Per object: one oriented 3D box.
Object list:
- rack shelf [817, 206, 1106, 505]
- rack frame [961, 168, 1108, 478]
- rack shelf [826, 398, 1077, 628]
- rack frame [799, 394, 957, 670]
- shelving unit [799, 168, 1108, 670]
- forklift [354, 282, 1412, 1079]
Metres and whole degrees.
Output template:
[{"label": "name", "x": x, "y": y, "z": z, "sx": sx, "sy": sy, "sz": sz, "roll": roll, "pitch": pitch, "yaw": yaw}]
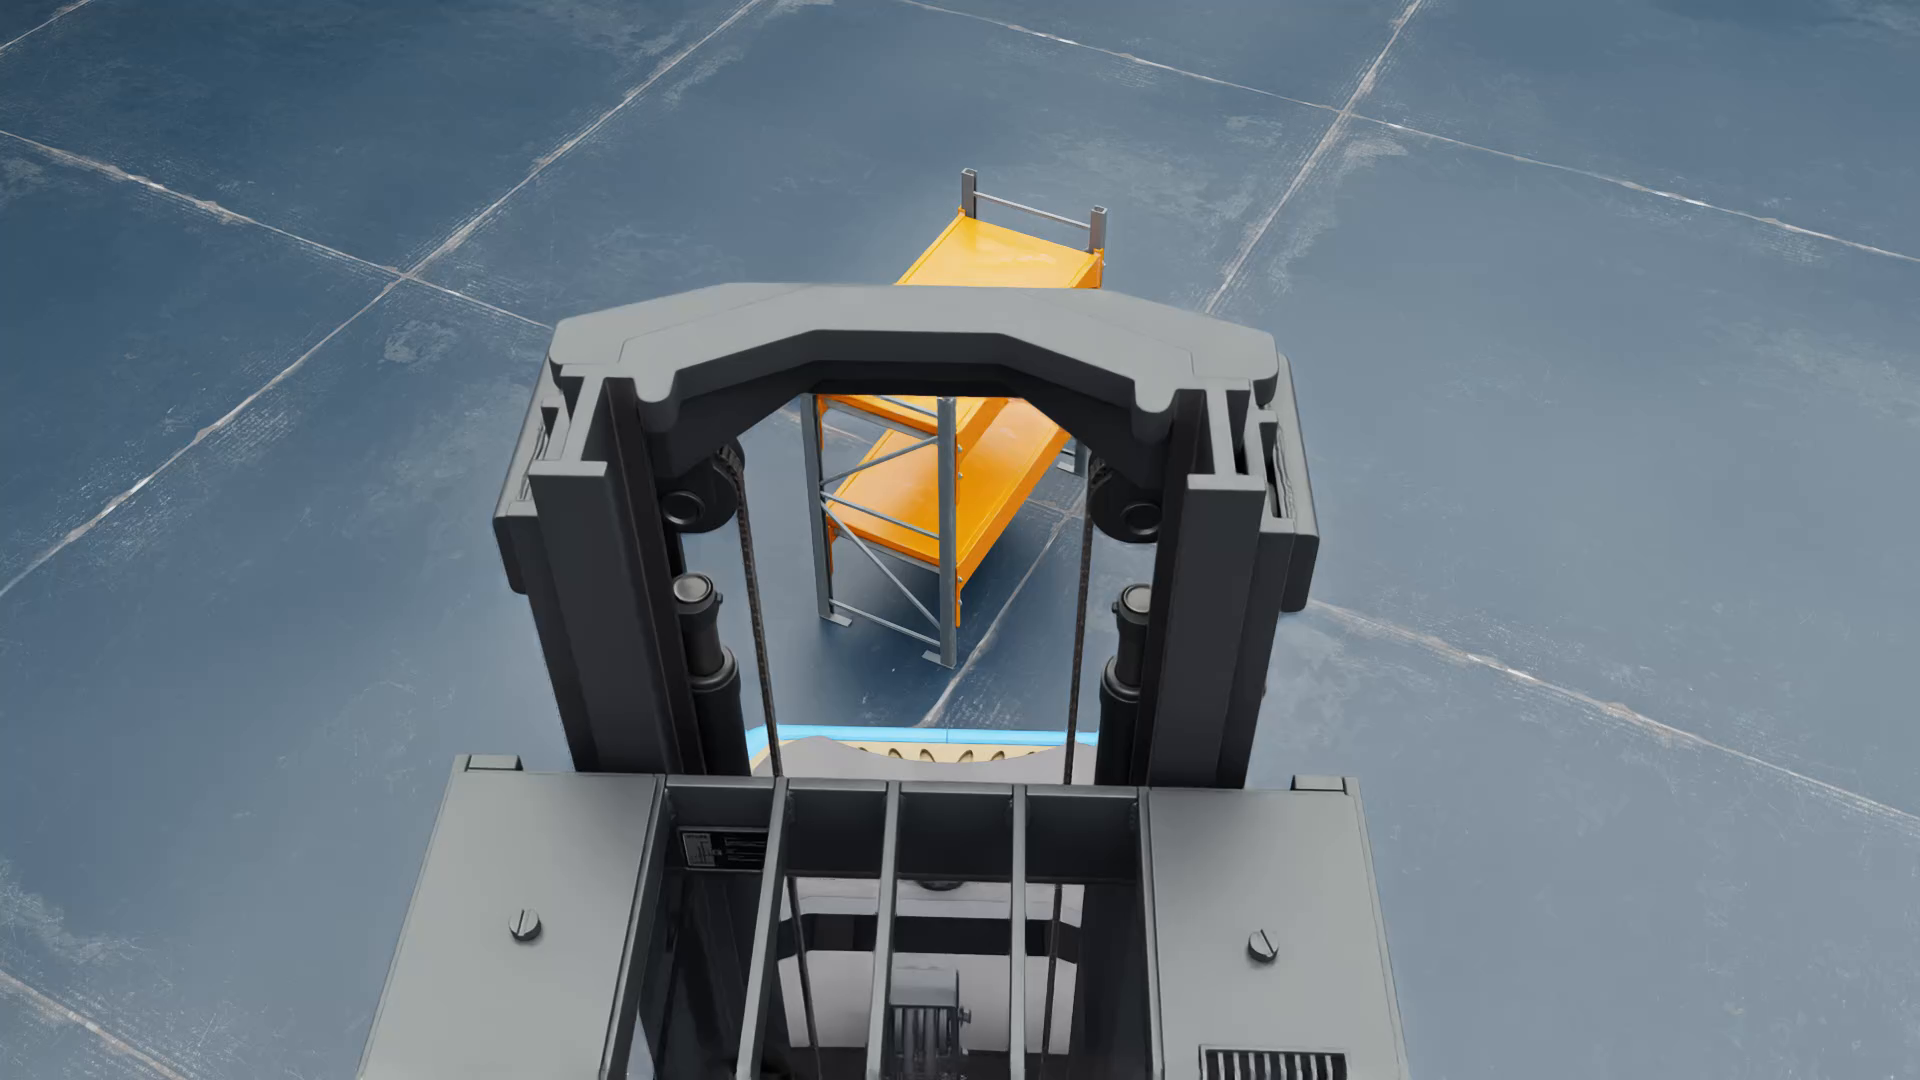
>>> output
[{"label": "rack shelf", "x": -0.003, "y": -0.597, "z": 5.138, "sx": 0.538, "sy": 0.278, "sz": 1.000, "roll": 20, "pitch": 49, "yaw": 19}, {"label": "rack frame", "x": 0.233, "y": -0.711, "z": 5.662, "sx": 0.500, "sy": 1.125, "sz": 0.032, "roll": 20, "pitch": 49, "yaw": 19}, {"label": "rack shelf", "x": -0.003, "y": -0.219, "z": 5.520, "sx": 0.538, "sy": 0.278, "sz": 1.000, "roll": 20, "pitch": 49, "yaw": 19}, {"label": "rack frame", "x": -0.239, "y": -0.071, "z": 5.029, "sx": 0.500, "sy": 1.125, "sz": 0.032, "roll": 20, "pitch": 49, "yaw": 19}, {"label": "shelving unit", "x": -0.003, "y": -0.391, "z": 5.346, "sx": 0.538, "sy": 1.125, "sz": 1.048, "roll": 20, "pitch": 49, "yaw": 19}, {"label": "forklift", "x": -0.076, "y": 1.207, "z": 2.496, "sx": 1.130, "sy": 2.935, "sz": 3.031, "roll": 1, "pitch": 45, "yaw": 1}]
